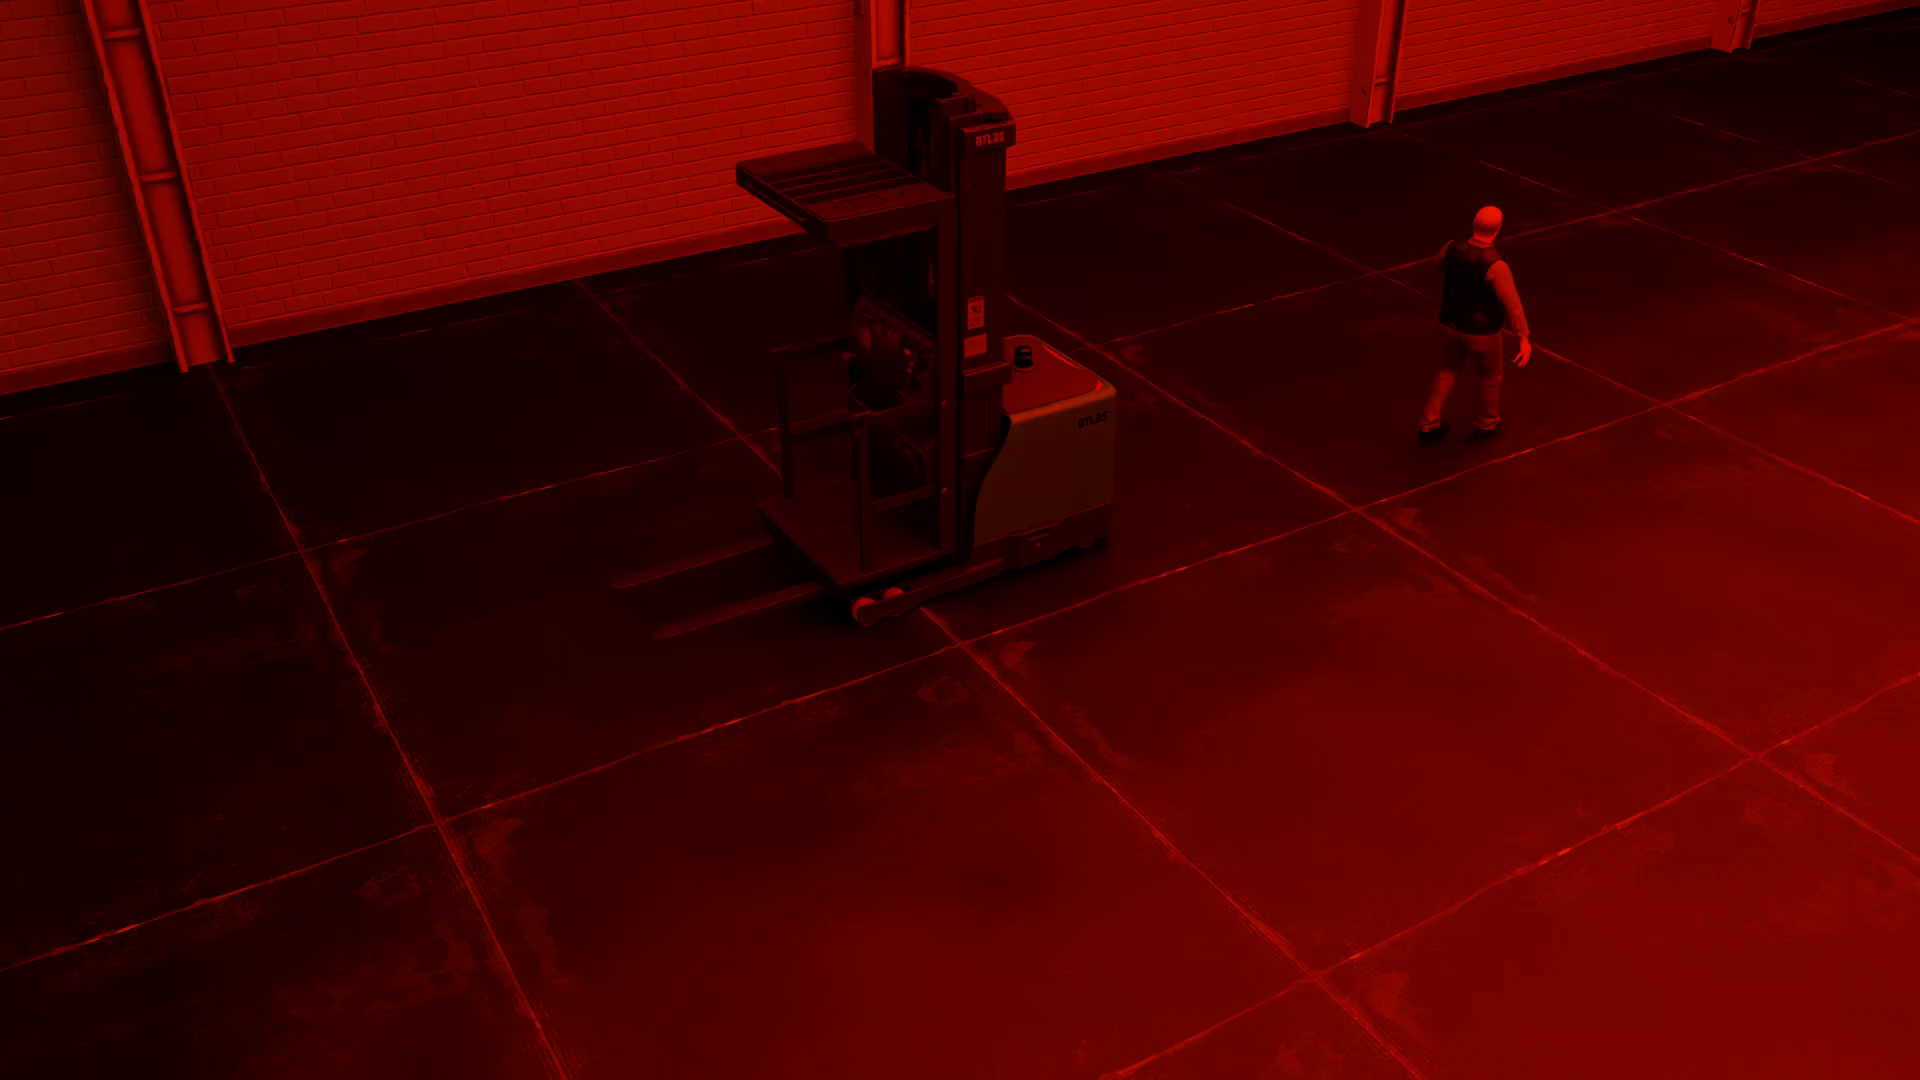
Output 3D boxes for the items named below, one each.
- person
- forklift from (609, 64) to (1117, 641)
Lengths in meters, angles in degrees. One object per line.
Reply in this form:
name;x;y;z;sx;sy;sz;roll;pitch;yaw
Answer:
person;3.553;-1.448;11.297;0.718;1.712;0.967;-23;38;-33
forklift;-0.569;-1.066;9.428;3.031;2.935;1.130;-18;35;-27
